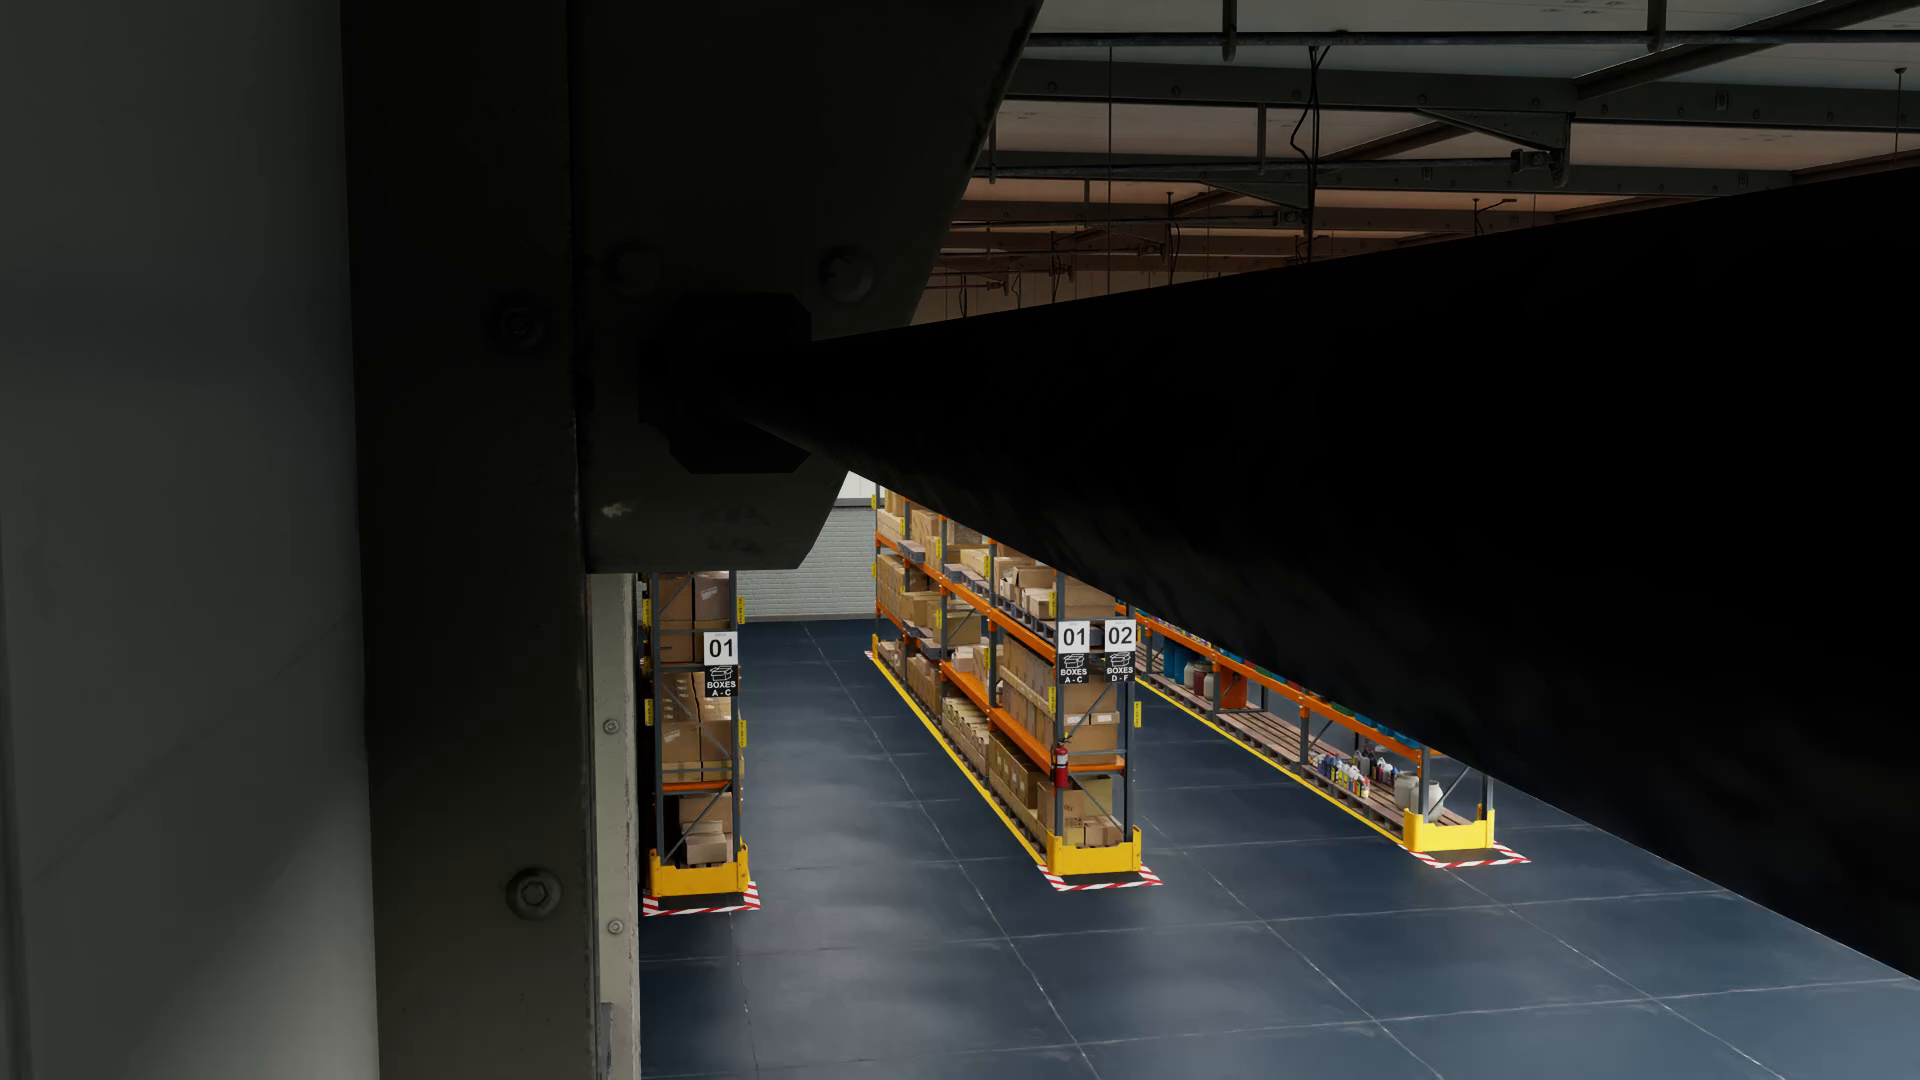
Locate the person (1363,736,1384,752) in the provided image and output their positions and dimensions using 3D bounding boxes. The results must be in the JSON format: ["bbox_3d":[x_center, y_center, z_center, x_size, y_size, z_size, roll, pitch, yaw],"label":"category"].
[{"bbox_3d":[6.904,2.632,27.752,0.452,1.785,0.641,-4,7,-36],"label":"person"}]
